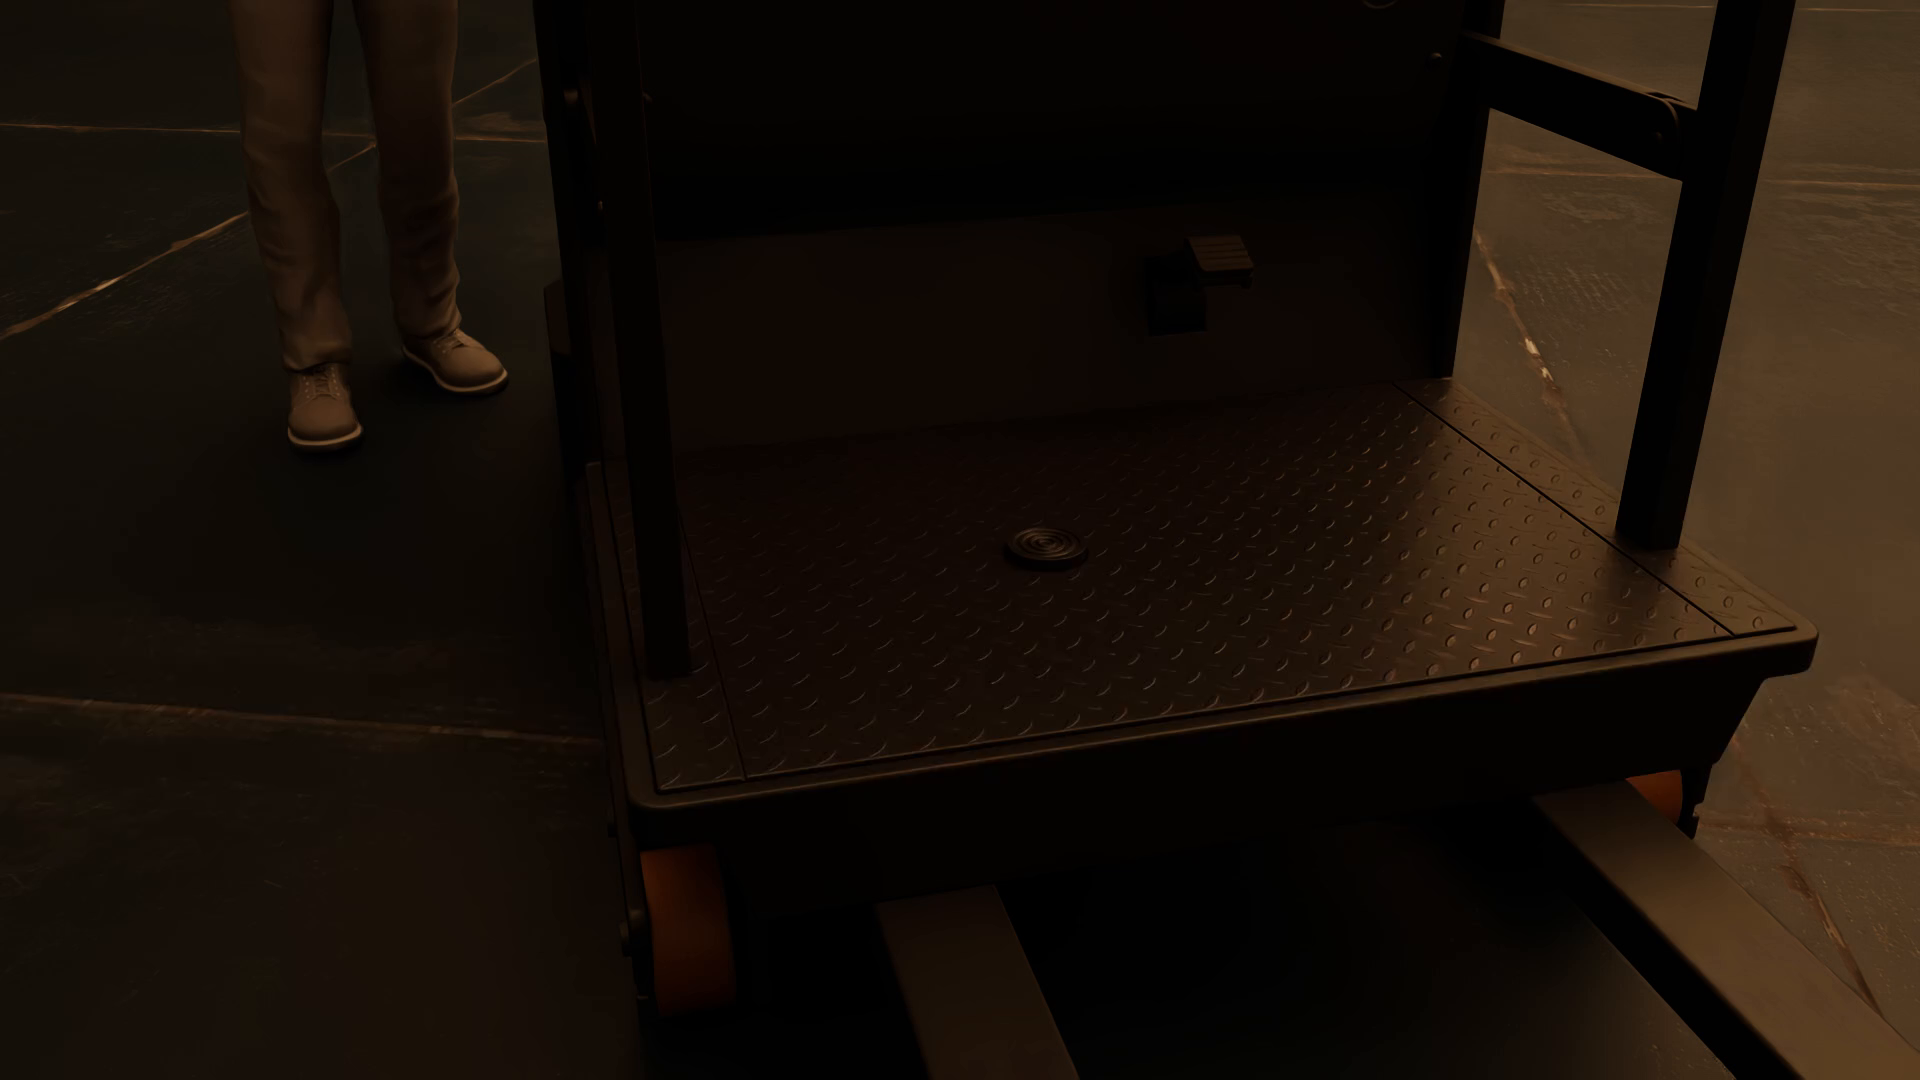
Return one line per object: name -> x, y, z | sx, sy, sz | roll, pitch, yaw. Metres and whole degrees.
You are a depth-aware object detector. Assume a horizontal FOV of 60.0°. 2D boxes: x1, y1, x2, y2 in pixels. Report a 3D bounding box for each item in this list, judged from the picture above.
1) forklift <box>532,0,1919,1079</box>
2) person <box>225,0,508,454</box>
forklift -> 0.153, -1.049, 1.319 | 1.130, 2.935, 3.031 | -7, 27, -13
person -> -0.968, -1.024, 2.692 | 0.616, 1.676, 0.587 | -7, 27, -13
